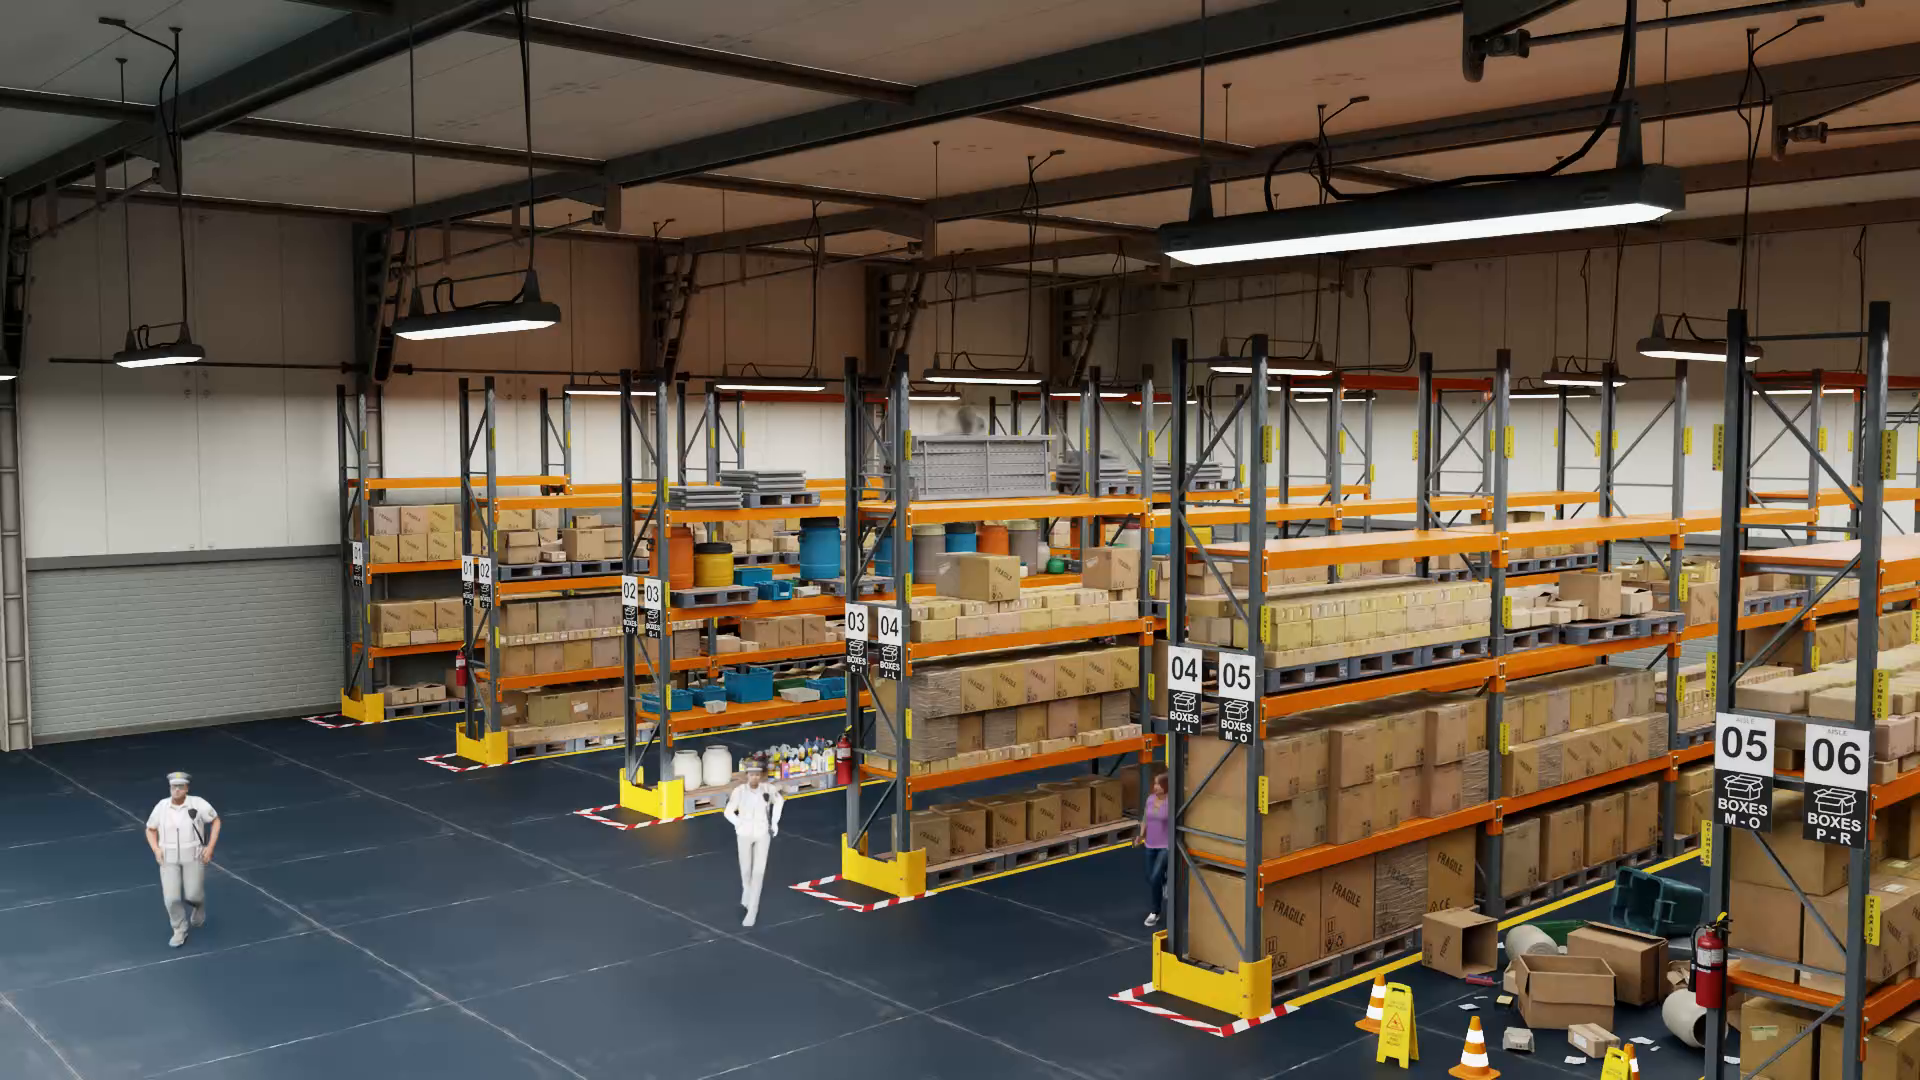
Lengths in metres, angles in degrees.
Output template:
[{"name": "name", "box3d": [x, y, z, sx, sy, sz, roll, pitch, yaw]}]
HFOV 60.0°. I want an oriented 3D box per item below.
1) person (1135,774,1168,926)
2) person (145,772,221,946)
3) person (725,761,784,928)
[{"name": "person", "box3d": [2.158, 3.245, 17.592, 0.552, 1.563, 0.666, 3, 5, 37]}, {"name": "person", "box3d": [-7.878, 3.194, 16.872, 0.695, 1.736, 0.591, -1, 4, -18]}, {"name": "person", "box3d": [-2.193, 3.161, 17.698, 0.600, 1.708, 0.900, 0, 4, 0]}]
